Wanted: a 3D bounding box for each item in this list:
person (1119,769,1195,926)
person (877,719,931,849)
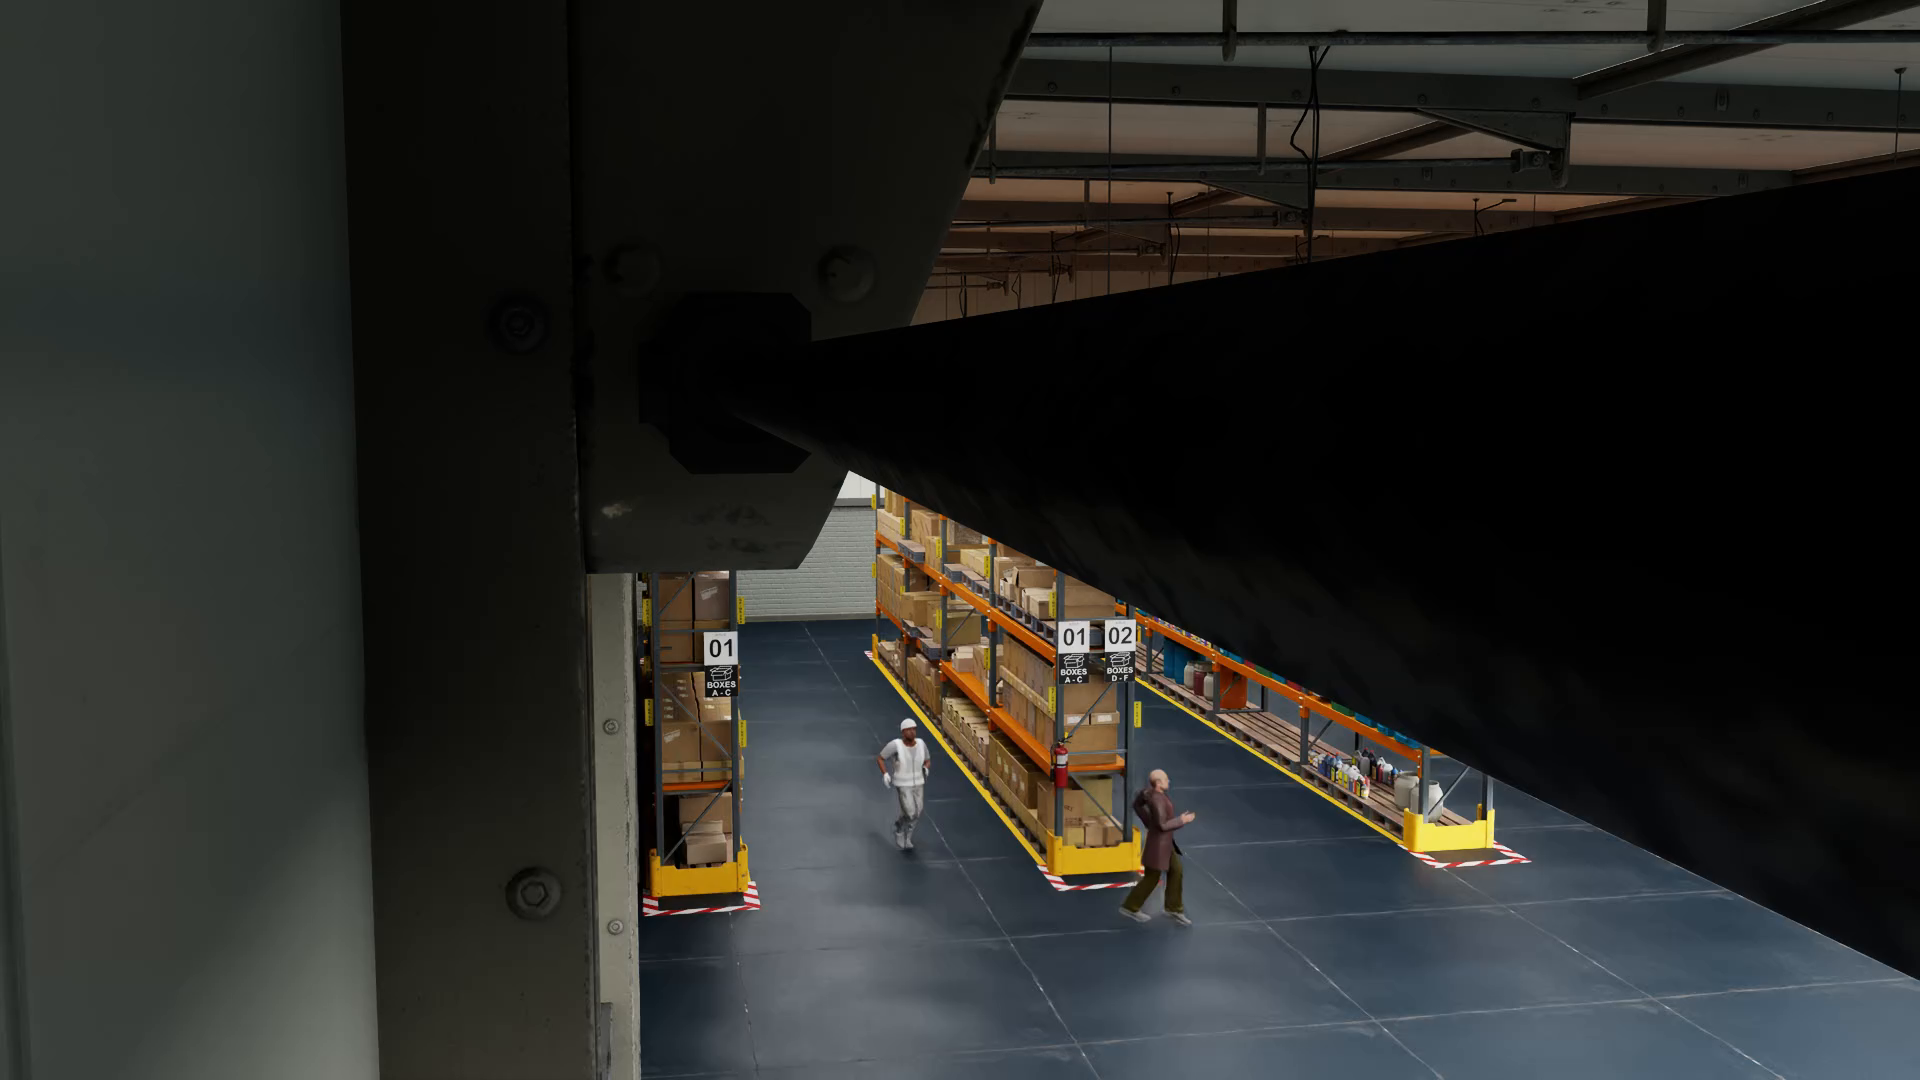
[{"bbox_3d":[2.232,3.507,18.867,0.850,1.840,0.688,1,6,7],"label":"person"},{"bbox_3d":[-0.653,3.213,21.771,0.673,1.740,0.634,-4,7,-31],"label":"person"}]
